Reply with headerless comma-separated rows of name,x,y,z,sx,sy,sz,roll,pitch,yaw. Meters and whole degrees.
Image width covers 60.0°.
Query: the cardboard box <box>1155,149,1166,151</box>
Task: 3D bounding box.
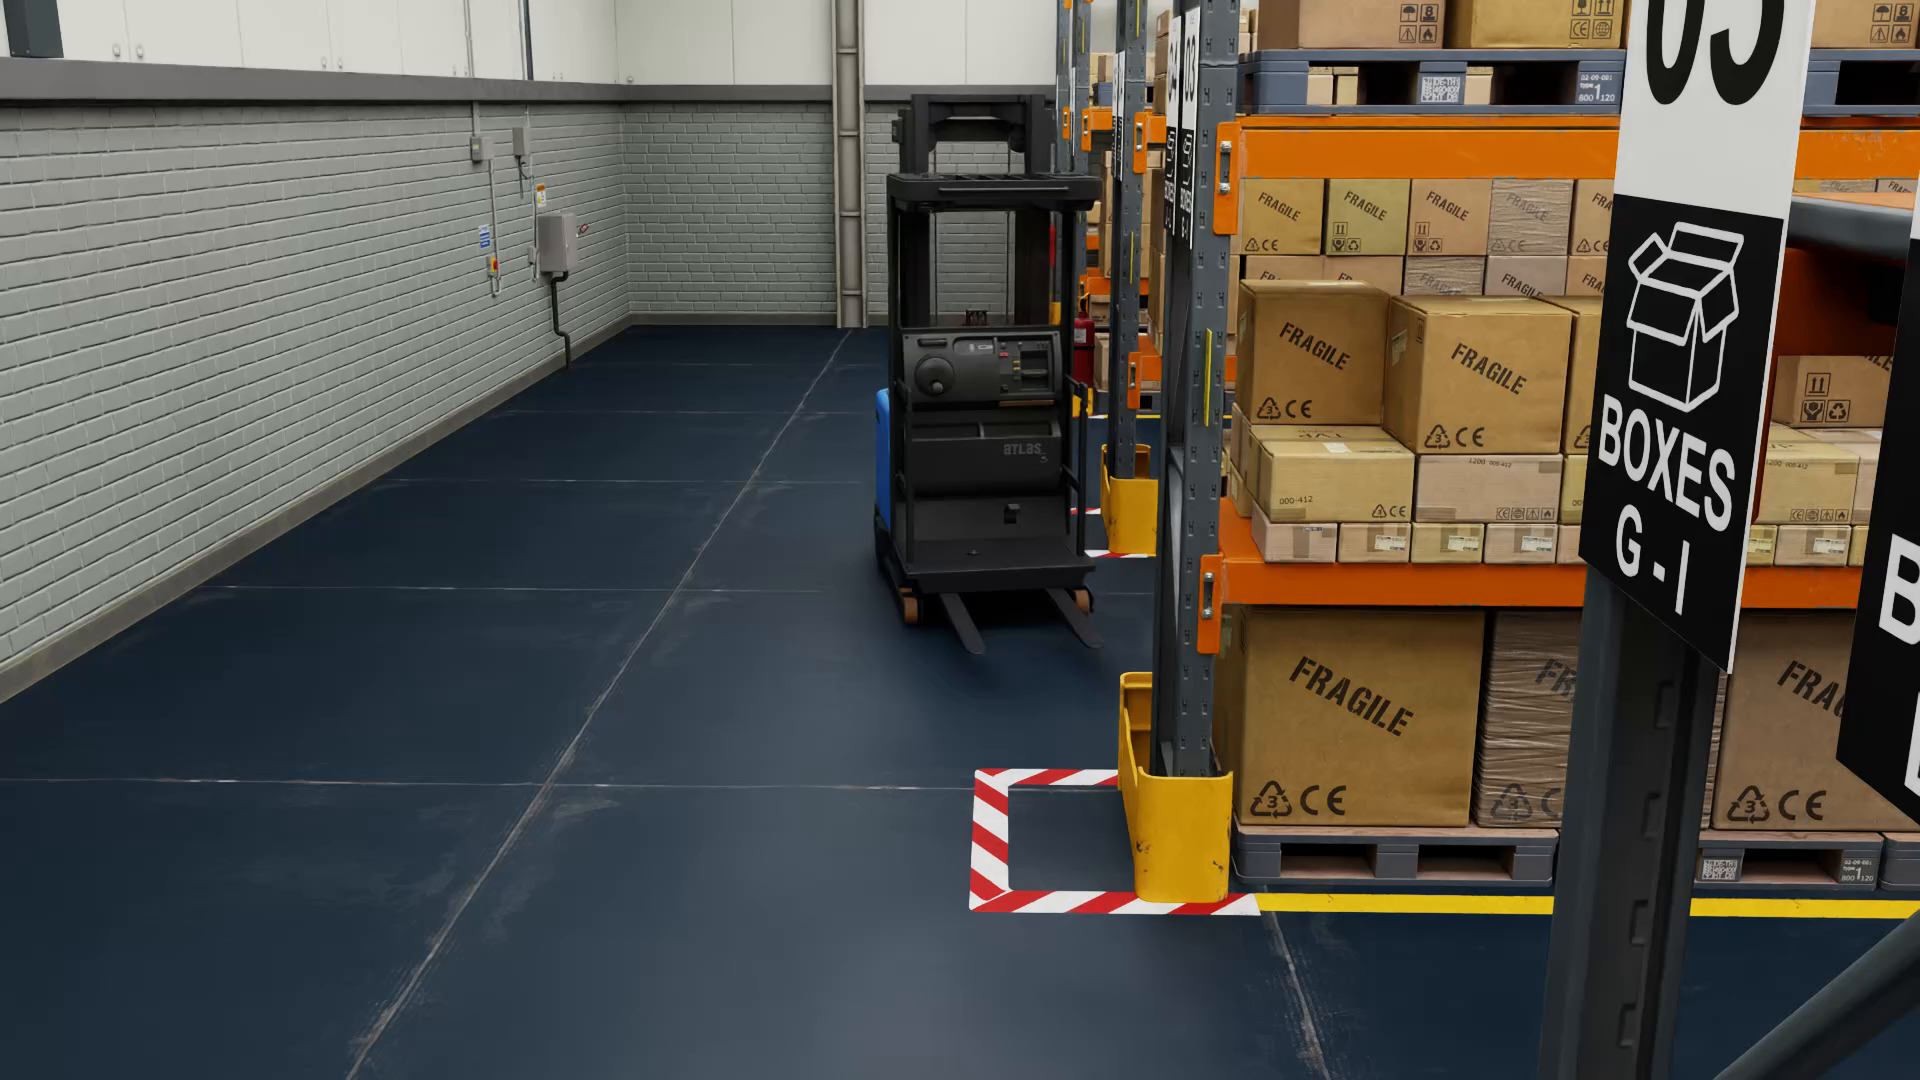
cardboard box,2.004,-3.690,16.018,0.250,0.149,0.380,0,15,1

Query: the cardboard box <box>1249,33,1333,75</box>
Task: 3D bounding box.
cardboard box,2.054,-3.056,10.476,0.500,0.250,0.500,0,15,1

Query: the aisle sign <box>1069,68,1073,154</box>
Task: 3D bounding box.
aisle sign,1.062,-4.108,15.935,0.004,0.787,0.394,0,15,1

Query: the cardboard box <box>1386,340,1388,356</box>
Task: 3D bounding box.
cardboard box,2.718,-1.311,10.922,0.250,0.149,0.380,0,15,0

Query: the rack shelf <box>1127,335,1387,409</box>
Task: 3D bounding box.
rack shelf,3.100,-1.148,11.220,4.000,0.370,1.077,0,15,1

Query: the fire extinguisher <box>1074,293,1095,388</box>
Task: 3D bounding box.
fire extinguisher,0.860,-1.410,11.687,0.183,0.674,0.296,0,15,1

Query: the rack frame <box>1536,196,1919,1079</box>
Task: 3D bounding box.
rack frame,0.746,1.018,1.602,0.053,2.616,0.949,0,15,1

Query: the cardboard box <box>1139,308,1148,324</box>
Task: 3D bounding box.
cardboard box,2.281,-2.821,20.918,0.250,0.149,0.380,0,15,-1

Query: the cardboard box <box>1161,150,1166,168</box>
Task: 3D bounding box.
cardboard box,1.994,-3.530,15.411,0.250,0.149,0.380,1,15,3

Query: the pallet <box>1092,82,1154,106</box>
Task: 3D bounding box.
pallet,1.867,-4.177,15.585,1.213,0.211,1.003,0,15,1

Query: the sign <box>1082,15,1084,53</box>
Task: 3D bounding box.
sign,1.105,-4.541,14.924,0.005,0.325,0.100,0,15,1

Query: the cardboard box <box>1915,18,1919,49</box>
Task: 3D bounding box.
cardboard box,3.550,-1.963,5.804,0.500,0.500,0.700,1,15,4

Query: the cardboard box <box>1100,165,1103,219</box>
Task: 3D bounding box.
cardboard box,1.614,-3.361,16.043,0.500,0.500,0.500,1,15,3

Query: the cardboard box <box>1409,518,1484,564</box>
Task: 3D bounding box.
cardboard box,1.731,-0.033,6.079,0.250,0.149,0.380,0,15,0

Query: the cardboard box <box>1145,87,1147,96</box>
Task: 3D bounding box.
cardboard box,2.194,-5.488,20.094,0.500,0.250,0.500,1,15,2

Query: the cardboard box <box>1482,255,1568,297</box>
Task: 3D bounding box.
cardboard box,3.592,-1.613,10.795,0.500,0.500,0.500,0,15,1

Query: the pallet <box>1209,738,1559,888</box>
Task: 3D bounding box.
pallet,1.674,1.089,6.798,1.213,0.211,1.003,0,15,1

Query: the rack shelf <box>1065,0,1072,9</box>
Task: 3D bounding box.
rack shelf,3.248,-6.576,20.040,4.000,0.370,1.077,0,15,1

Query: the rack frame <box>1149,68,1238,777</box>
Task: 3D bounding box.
rack frame,0.872,-0.244,6.386,0.127,3.000,1.000,0,15,1

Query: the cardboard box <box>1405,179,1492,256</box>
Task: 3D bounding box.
cardboard box,3.076,-2.100,10.682,0.500,0.500,0.500,0,15,0

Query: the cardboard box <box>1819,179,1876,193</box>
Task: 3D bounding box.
cardboard box,8.086,-3.189,15.392,0.500,0.500,0.500,1,15,2

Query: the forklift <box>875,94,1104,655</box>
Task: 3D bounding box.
forklift,0.165,-1.027,9.487,1.130,2.935,3.031,-2,15,-8

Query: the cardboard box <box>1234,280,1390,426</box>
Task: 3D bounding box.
cardboard box,1.366,-0.742,6.513,0.500,0.500,0.500,1,15,2

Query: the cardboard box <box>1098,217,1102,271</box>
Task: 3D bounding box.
cardboard box,1.615,-2.884,16.196,0.500,0.500,0.500,0,15,2

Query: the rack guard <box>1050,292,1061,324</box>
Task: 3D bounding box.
rack guard,1.325,-2.828,21.080,0.348,0.500,1.175,0,15,1

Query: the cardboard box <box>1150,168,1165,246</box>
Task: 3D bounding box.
cardboard box,1.564,-2.245,11.229,0.500,0.500,0.500,0,15,0

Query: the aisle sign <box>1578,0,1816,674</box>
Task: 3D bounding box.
aisle sign,0.682,-0.313,1.552,0.004,0.787,0.394,0,15,1

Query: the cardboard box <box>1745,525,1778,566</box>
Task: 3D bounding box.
cardboard box,2.757,-0.027,6.053,0.250,0.149,0.380,0,15,0

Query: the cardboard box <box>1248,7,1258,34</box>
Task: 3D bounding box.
cardboard box,1.942,-3.234,10.371,0.250,0.149,0.380,0,15,1

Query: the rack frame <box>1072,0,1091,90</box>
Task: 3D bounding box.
rack frame,1.126,-5.672,15.200,0.127,3.000,1.000,0,15,1

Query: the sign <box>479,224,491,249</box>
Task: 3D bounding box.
sign,-4.574,-2.921,16.002,0.001,0.218,0.327,0,15,1

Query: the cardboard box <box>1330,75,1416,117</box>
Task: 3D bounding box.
cardboard box,2.584,-2.814,10.539,0.500,0.250,0.500,0,15,0

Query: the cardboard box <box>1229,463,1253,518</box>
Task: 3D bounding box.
cardboard box,1.237,-0.204,6.727,0.250,0.149,0.380,1,15,2

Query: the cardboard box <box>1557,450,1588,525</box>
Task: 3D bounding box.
cardboard box,2.367,-0.238,6.072,0.500,0.250,0.500,0,15,0

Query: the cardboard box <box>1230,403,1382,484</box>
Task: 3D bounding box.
cardboard box,1.364,-0.380,6.612,0.500,0.250,0.500,0,15,1

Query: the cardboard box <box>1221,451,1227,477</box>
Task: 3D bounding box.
cardboard box,1.615,-0.531,11.071,0.250,0.149,0.380,0,15,-1

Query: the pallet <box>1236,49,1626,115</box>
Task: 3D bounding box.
pallet,1.614,-1.650,6.006,1.213,0.211,1.003,0,15,1

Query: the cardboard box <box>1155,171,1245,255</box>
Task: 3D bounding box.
cardboard box,1.542,-2.114,10.732,0.500,0.500,0.500,0,15,1

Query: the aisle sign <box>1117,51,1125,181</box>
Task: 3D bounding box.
aisle sign,1.020,-2.689,10.558,0.004,0.787,0.394,0,15,1

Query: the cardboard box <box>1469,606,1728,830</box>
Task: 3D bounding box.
cardboard box,2.424,0.570,6.642,0.875,0.875,0.875,0,15,1

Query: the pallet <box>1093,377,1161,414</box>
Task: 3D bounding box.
pallet,1.927,-1.438,16.377,1.213,0.211,1.003,0,15,1

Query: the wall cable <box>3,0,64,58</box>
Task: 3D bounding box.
wall cable,-4.692,-5.616,8.681,0.120,5.999,2.277,0,15,1

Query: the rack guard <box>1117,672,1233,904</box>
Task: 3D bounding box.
rack guard,0.848,0.964,6.705,0.348,0.500,1.175,0,15,1

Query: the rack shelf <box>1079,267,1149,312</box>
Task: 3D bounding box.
rack shelf,3.125,-2.411,16.007,4.000,0.370,1.077,0,15,1

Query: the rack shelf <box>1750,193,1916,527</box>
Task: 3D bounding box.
rack shelf,2.745,-0.071,1.258,4.000,0.370,1.077,0,15,1

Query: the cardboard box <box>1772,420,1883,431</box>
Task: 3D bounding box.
cardboard box,3.393,-0.366,6.558,0.500,0.250,0.500,1,15,3

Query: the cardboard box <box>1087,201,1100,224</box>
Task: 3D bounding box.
cardboard box,1.695,-4.037,20.472,0.500,0.250,0.500,0,15,2

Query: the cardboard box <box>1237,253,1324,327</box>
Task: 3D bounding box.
cardboard box,2.078,-1.630,10.860,0.500,0.500,0.500,0,15,2

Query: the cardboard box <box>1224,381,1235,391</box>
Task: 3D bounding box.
cardboard box,2.703,-1.753,16.304,0.875,0.438,0.875,1,15,3

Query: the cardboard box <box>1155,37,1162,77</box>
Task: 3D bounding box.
cardboard box,1.567,-3.190,10.985,0.500,0.250,0.500,0,15,0

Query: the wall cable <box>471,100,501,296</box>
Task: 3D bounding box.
wall cable,-4.512,-3.309,15.948,0.123,1.953,0.585,0,15,1

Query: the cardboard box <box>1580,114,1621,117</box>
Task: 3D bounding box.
cardboard box,4.103,-2.801,10.490,0.500,0.250,0.500,0,15,1

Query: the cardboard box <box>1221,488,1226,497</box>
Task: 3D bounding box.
cardboard box,1.880,-0.267,11.238,0.250,0.149,0.380,0,15,1

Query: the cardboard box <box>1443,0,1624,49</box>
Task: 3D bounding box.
cardboard box,1.953,-1.970,5.833,0.500,0.500,0.700,0,15,-1

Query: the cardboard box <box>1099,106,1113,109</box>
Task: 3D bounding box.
cardboard box,1.824,-5.310,20.198,0.250,0.149,0.380,1,15,2

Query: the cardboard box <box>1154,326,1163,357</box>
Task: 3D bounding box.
cardboard box,1.416,-1.301,10.885,0.250,0.149,0.380,0,15,1
